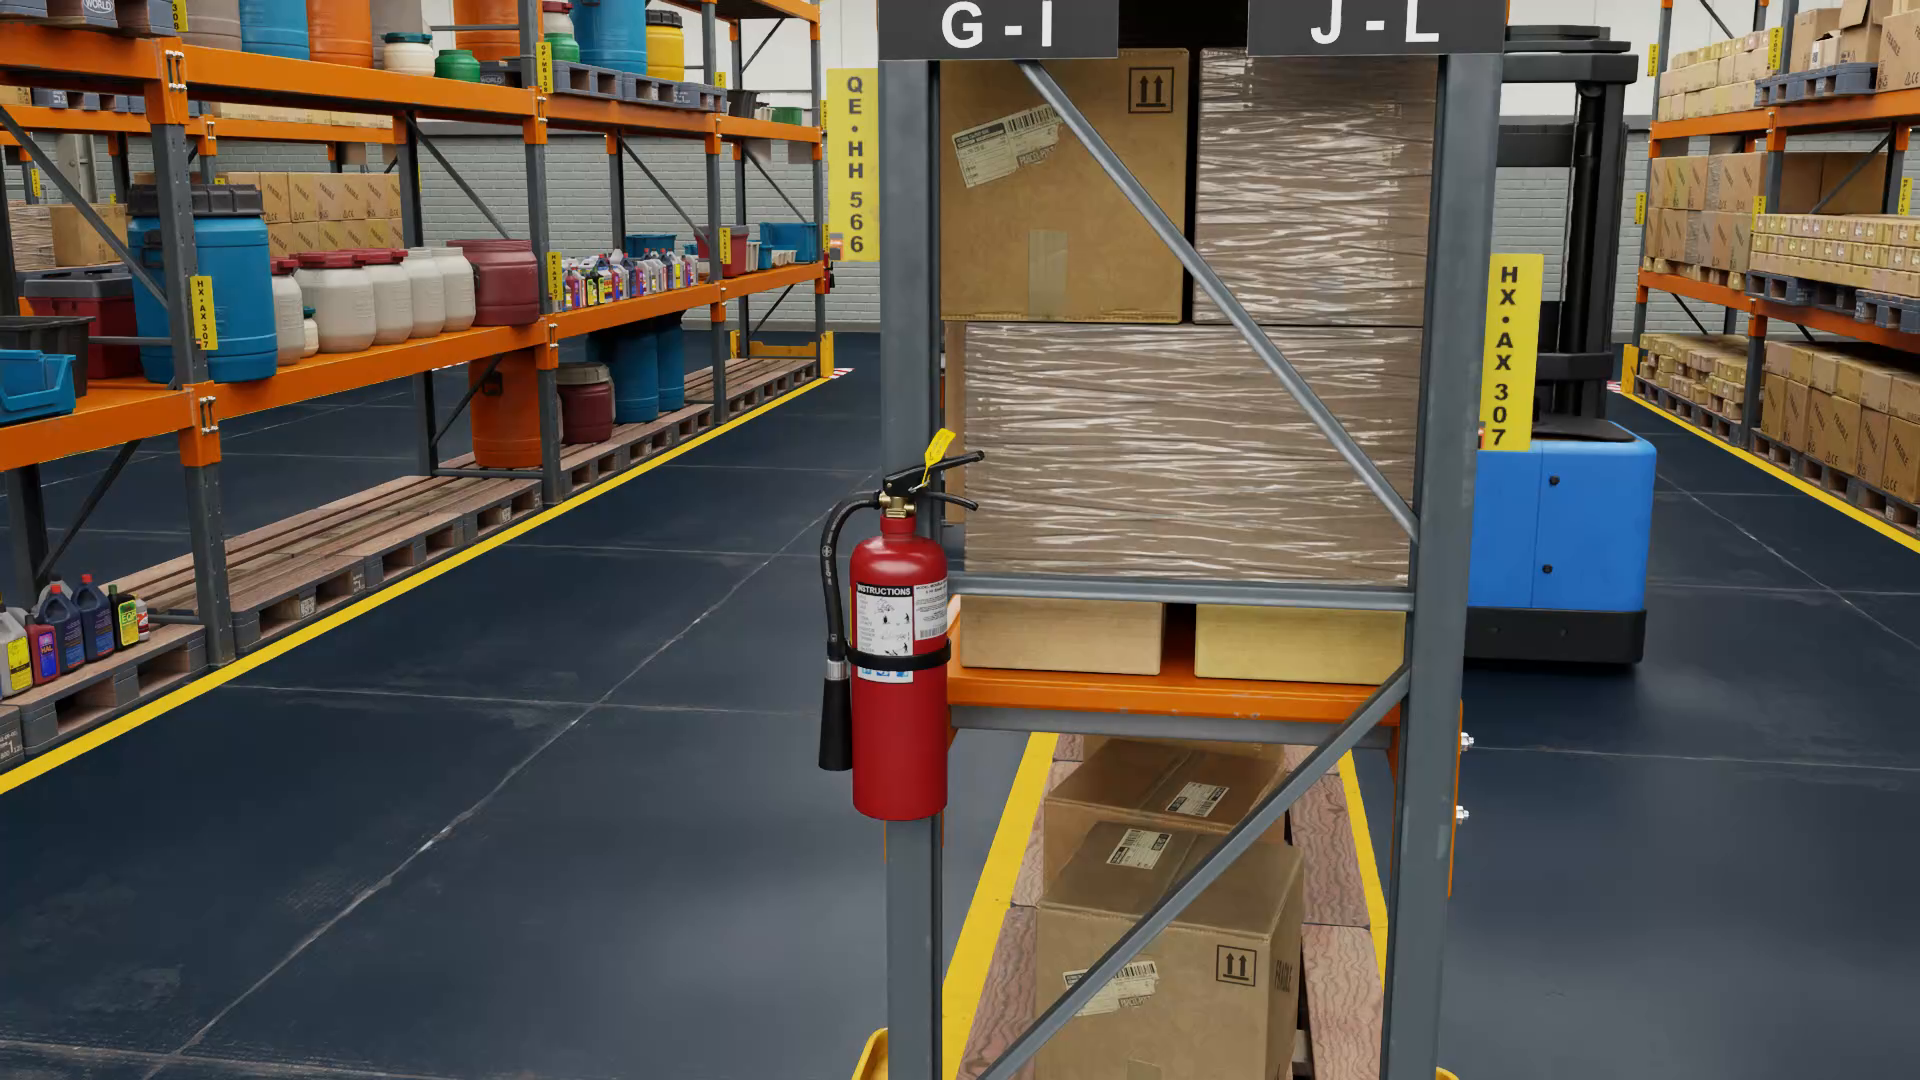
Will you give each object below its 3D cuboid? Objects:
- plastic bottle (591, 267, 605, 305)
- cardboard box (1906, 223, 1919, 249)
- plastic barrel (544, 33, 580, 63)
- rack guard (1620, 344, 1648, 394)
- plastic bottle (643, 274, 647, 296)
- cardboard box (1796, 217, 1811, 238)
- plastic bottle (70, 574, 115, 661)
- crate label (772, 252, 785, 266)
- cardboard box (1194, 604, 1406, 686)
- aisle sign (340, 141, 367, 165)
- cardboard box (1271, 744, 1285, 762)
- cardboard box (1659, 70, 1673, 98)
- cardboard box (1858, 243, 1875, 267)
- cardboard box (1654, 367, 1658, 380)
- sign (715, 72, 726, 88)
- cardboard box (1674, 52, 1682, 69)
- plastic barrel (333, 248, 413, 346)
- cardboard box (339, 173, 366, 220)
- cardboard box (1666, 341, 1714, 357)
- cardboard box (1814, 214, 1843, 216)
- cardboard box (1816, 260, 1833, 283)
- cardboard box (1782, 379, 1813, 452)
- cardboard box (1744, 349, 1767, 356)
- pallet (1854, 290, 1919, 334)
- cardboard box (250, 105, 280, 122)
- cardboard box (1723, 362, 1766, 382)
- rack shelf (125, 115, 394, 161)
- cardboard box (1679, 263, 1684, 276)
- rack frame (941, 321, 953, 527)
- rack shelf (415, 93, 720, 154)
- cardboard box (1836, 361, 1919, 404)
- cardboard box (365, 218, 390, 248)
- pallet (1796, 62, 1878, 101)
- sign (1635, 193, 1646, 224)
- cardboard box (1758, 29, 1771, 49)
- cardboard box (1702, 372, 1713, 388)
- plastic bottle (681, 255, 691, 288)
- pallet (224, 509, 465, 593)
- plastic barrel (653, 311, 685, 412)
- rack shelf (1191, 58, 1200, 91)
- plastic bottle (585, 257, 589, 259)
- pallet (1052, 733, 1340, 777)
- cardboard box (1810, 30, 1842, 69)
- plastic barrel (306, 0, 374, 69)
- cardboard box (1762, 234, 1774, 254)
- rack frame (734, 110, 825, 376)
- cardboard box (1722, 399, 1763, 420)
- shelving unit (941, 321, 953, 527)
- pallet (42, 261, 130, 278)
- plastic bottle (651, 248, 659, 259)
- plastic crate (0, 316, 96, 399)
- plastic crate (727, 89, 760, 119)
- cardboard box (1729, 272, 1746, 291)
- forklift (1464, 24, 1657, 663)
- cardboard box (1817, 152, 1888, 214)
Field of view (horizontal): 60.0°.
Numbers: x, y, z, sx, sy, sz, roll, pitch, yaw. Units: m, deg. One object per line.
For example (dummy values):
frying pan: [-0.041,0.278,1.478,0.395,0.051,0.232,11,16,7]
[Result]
plastic bottle: [-2.739,-1.923,12.572,0.061,0.283,0.133,2,12,9]
cardboard box: [6.105,-1.877,10.272,0.380,0.149,0.250,1,12,6]
plastic barrel: [-2.907,-3.538,12.043,0.294,0.245,0.294,0,12,0]
rack guard: [7.701,-1.815,17.727,1.175,0.500,0.348,2,12,9]
plastic bottle: [-2.604,-2.090,13.543,0.097,0.201,0.097,0,12,0]
cardboard box: [6.424,-2.309,12.276,0.380,0.149,0.250,2,12,8]
plastic bottle: [-3.727,0.327,7.101,0.144,0.351,0.185,2,12,7]
crate label: [-2.091,-3.001,17.781,0.396,0.136,0.243,2,12,9]
cardboard box: [0.646,0.168,3.192,0.380,0.149,0.250,2,12,9]
aisle sign: [-7.240,-4.850,19.710,0.394,0.787,0.004,2,12,9]
cardboard box: [0.782,0.614,5.462,0.500,0.500,0.500,1,12,4]
cardboard box: [7.387,-4.605,16.790,0.500,0.250,0.500,2,12,10]
cardboard box: [6.224,-1.895,11.060,0.380,0.149,0.250,2,12,9]
cardboard box: [7.356,-1.708,17.070,0.380,0.149,0.250,2,12,8]
sign: [-2.139,-4.014,14.860,0.100,0.325,0.005,2,12,9]
cardboard box: [7.267,-4.718,16.369,0.380,0.149,0.250,2,12,9]
plastic barrel: [-3.369,-1.398,9.537,0.433,0.535,0.433,0,12,0]
cardboard box: [-6.909,-3.779,18.297,0.500,0.500,0.500,2,12,10]
cardboard box: [7.251,-1.893,16.515,0.380,0.149,0.250,1,12,6]
cardboard box: [7.423,-2.509,14.072,0.500,0.500,0.500,2,12,8]
cardboard box: [6.345,-1.911,11.839,0.380,0.149,0.250,1,12,6]
cardboard box: [6.642,-0.948,12.707,0.500,0.500,0.500,2,12,11]
cardboard box: [7.621,-1.712,15.674,0.380,0.149,0.250,2,12,9]
pallet: [6.487,-1.445,10.534,1.213,0.211,1.003,2,12,9]
cardboard box: [-7.176,-4.313,16.624,0.500,0.250,0.500,2,12,9]
cardboard box: [6.895,-1.459,14.502,0.380,0.149,0.250,2,12,9]
rack shelf: [-7.268,-4.254,17.701,1.077,0.370,4.000,2,12,9]
cardboard box: [7.276,-2.650,16.267,0.380,0.149,0.250,2,12,8]
rack frame: [0.063,-1.112,10.668,0.400,2.100,0.015,2,12,9]
rack shelf: [-2.990,-3.260,13.089,1.077,0.370,4.000,2,12,9]
cardboard box: [6.489,-1.099,11.628,0.500,0.250,0.500,2,12,10]
cardboard box: [-6.837,-3.395,18.888,0.500,0.500,0.500,2,12,9]
pallet: [6.741,-3.253,11.795,1.213,0.211,1.003,2,12,9]
sign: [7.176,-3.493,17.527,0.100,0.325,0.005,2,12,9]
cardboard box: [6.906,-4.181,13.879,0.380,0.149,0.250,2,12,10]
cardboard box: [7.040,-1.469,15.252,0.380,0.149,0.250,2,12,10]
plastic bottle: [-2.414,-2.363,14.614,0.061,0.283,0.133,2,12,9]
pallet: [-3.645,0.047,9.774,1.003,0.211,1.213,2,12,9]
plastic barrel: [-2.783,-1.629,14.915,0.600,0.901,0.708,2,12,9]
rack shelf: [1.289,-2.267,8.481,1.077,0.370,4.000,2,12,9]
plastic bottle: [-3.231,-2.316,14.424,0.097,0.271,0.097,0,12,0]
pallet: [0.913,0.768,6.429,1.003,0.211,1.213,2,12,9]
cardboard box: [6.755,-3.671,12.504,0.500,0.311,0.500,2,12,8]
plastic barrel: [-3.739,-3.106,9.644,0.600,0.830,0.708,2,12,9]
cardboard box: [6.544,-2.327,13.062,0.380,0.149,0.250,2,12,8]
rack frame: [-2.067,-3.395,19.125,1.000,3.000,0.127,2,12,9]
cardboard box: [6.821,-1.124,14.360,0.380,0.149,0.250,2,12,9]
shelving unit: [0.025,-1.061,10.432,0.431,2.100,0.503,2,12,9]
pallet: [-7.807,-2.467,15.274,1.003,0.211,1.213,2,12,9]
plastic bottle: [-2.643,-2.341,14.351,0.144,0.351,0.185,2,12,9]
plastic crate: [-4.119,-0.761,7.054,0.767,0.338,0.504,2,12,9]
plastic crate: [-2.220,-4.214,16.118,0.497,0.269,0.590,2,12,9]
cardboard box: [6.842,-2.221,14.276,0.380,0.149,0.250,2,12,7]
forklift: [2.800,-1.129,8.777,1.130,2.935,3.031,2,12,8]
cardboard box: [7.407,-2.989,13.925,0.500,0.500,0.500,2,12,10]
